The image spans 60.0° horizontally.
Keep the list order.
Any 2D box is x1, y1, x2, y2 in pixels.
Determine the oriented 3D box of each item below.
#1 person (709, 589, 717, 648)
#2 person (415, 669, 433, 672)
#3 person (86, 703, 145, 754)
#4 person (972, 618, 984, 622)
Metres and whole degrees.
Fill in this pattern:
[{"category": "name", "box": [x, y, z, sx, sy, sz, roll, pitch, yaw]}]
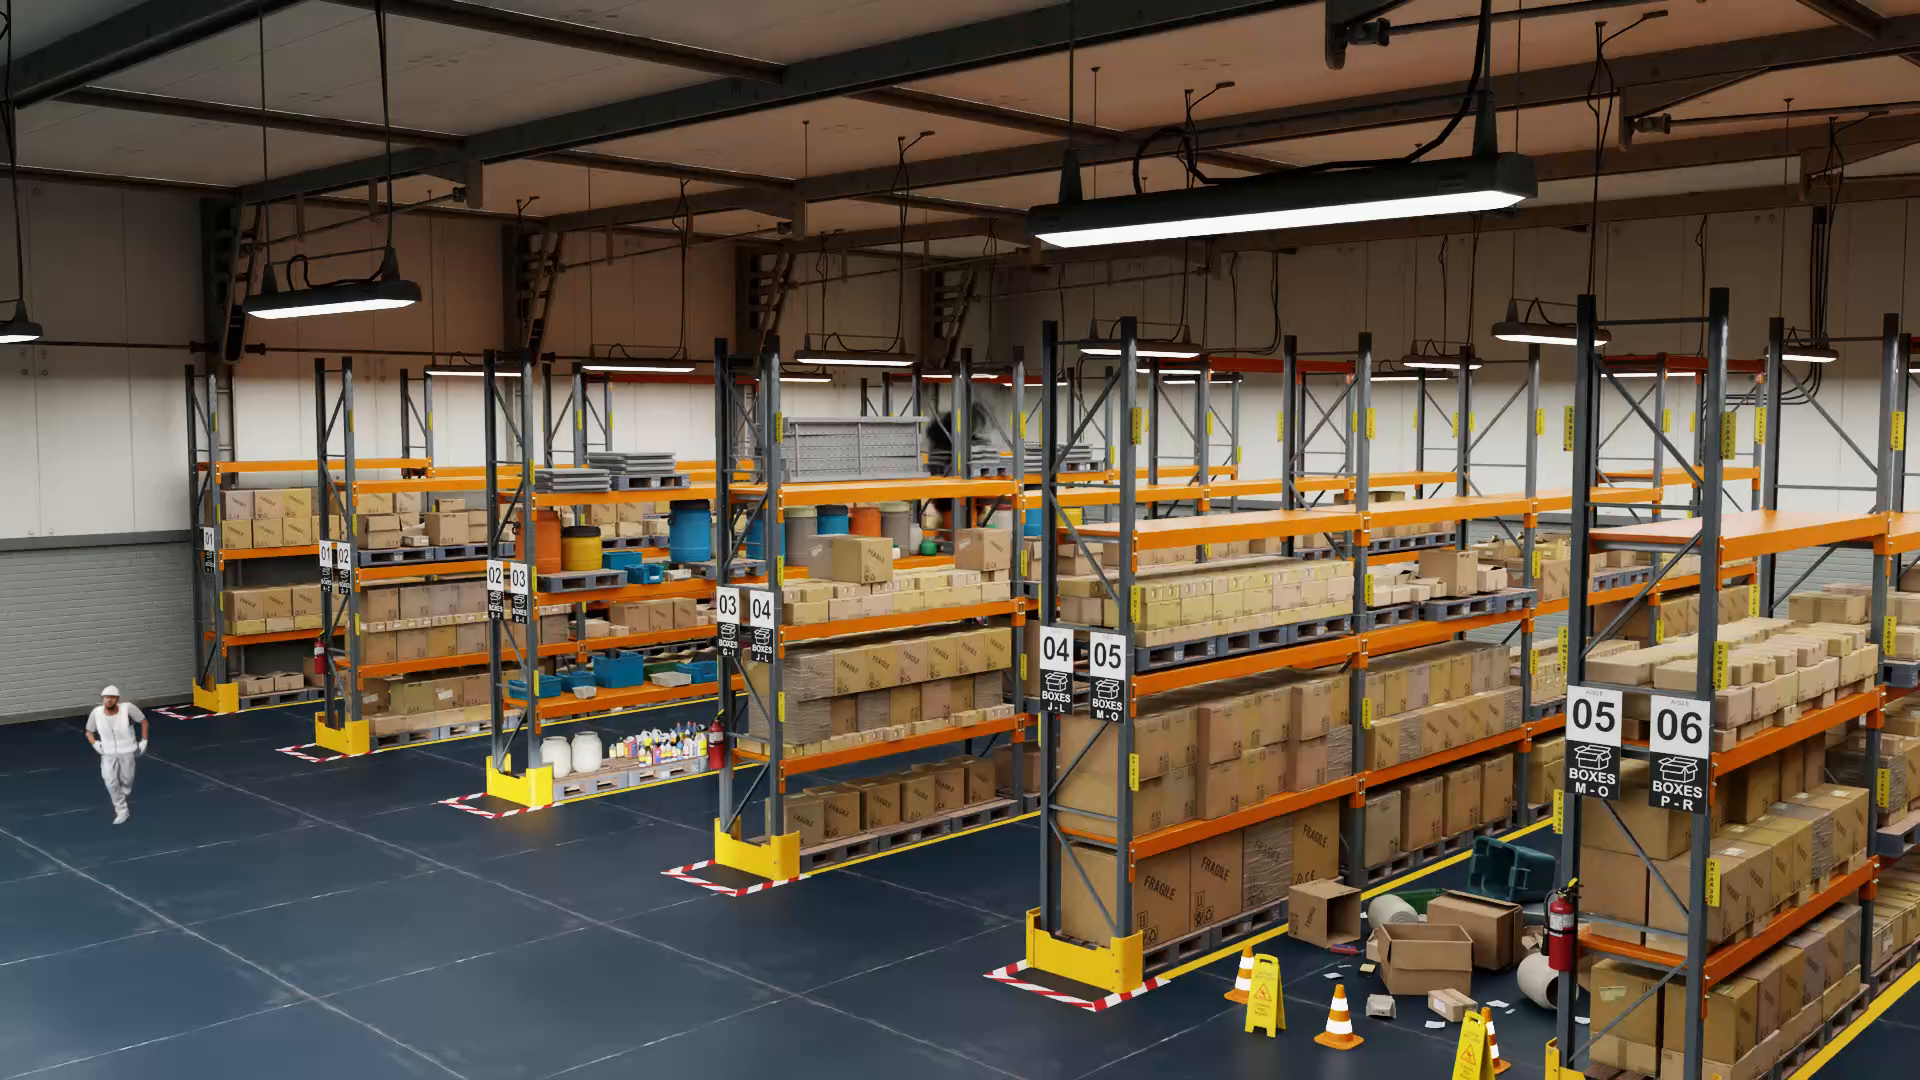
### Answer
[{"category": "person", "box": [-4.943, 1.881, 34.095, 0.529, 1.386, 0.689, 4, 6, 42]}, {"category": "person", "box": [-9.125, 2.200, 28.053, 0.618, 1.619, 0.596, 3, 5, 37]}, {"category": "person", "box": [-10.719, 2.386, 21.105, 0.676, 0.639, 0.394, -1, 5, -18]}, {"category": "person", "box": [0.262, 1.643, 31.196, 0.660, 1.796, 0.625, 4, 6, 39]}]
